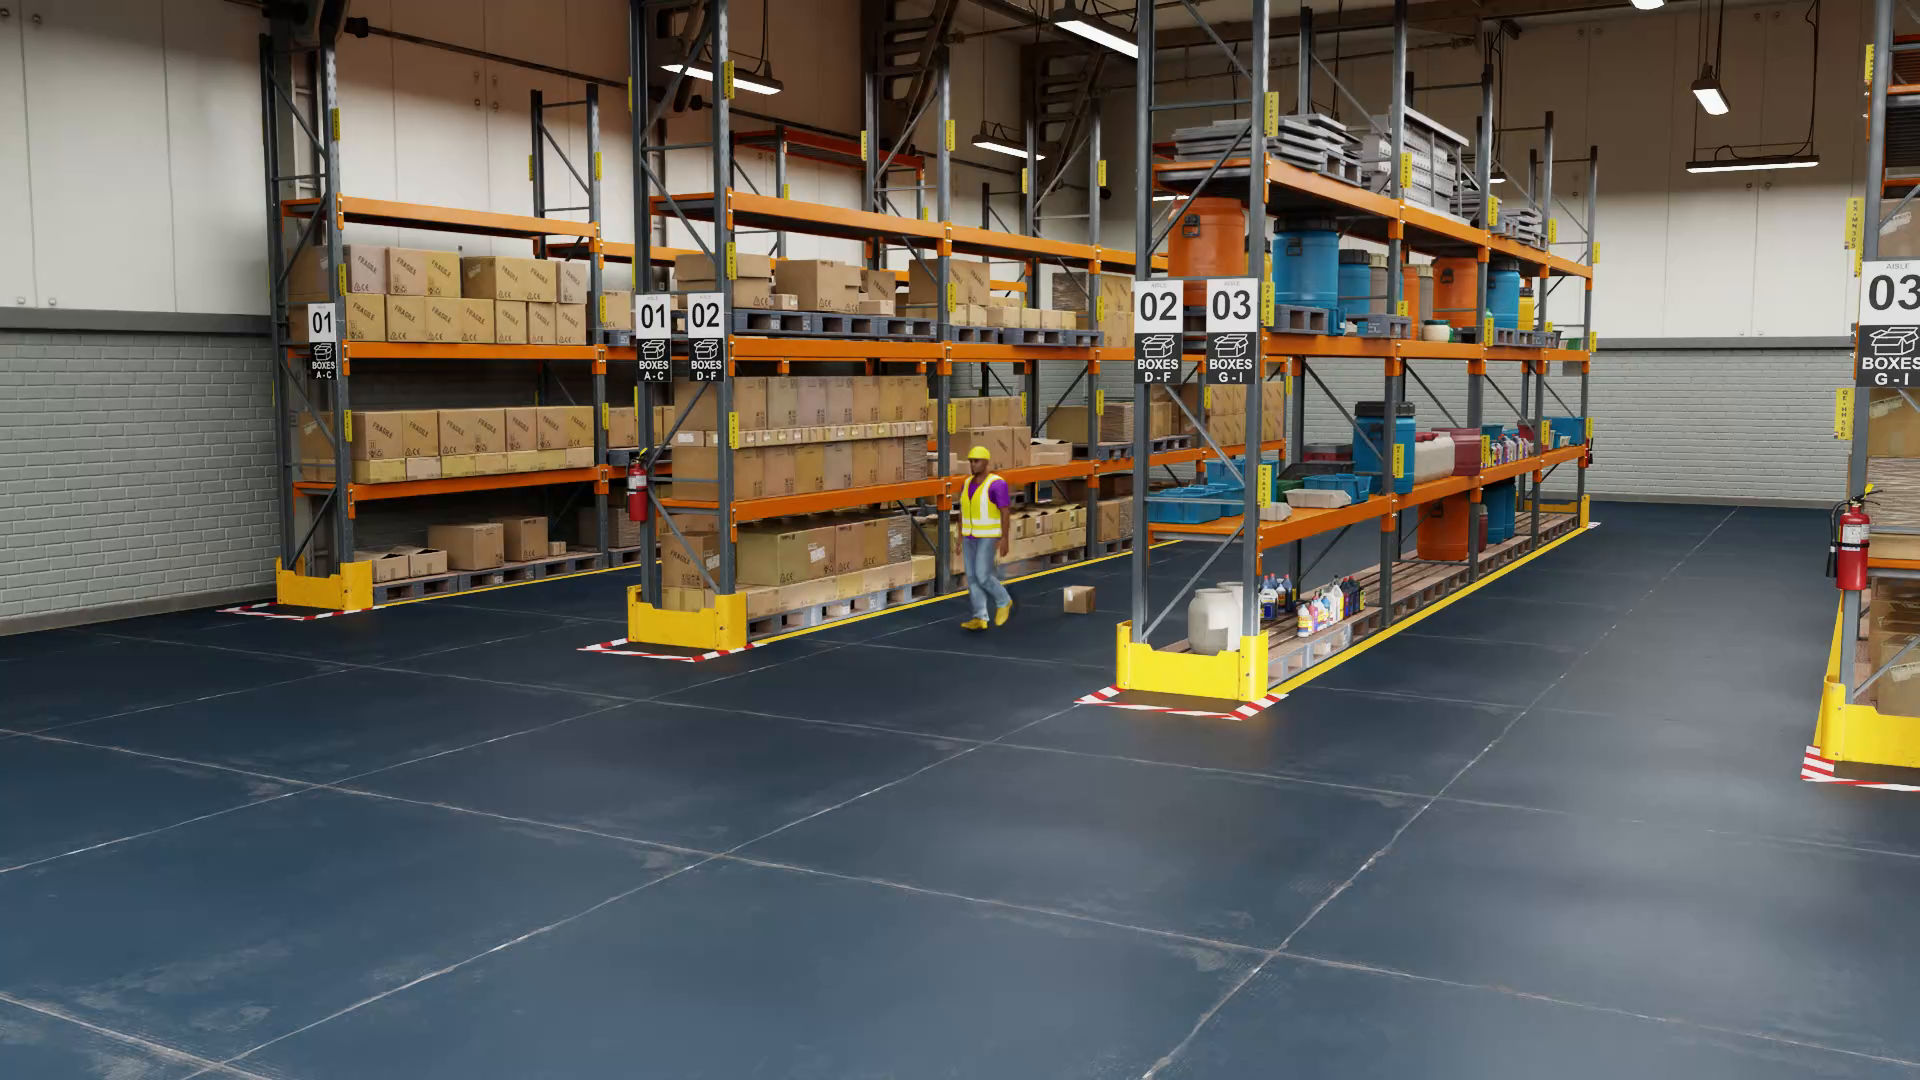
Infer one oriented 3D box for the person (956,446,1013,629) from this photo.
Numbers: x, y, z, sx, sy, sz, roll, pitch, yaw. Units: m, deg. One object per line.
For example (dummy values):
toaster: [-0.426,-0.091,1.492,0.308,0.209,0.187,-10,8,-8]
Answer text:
person: [0.243,-0.025,16.017,0.581,1.758,0.523,6,8,44]
